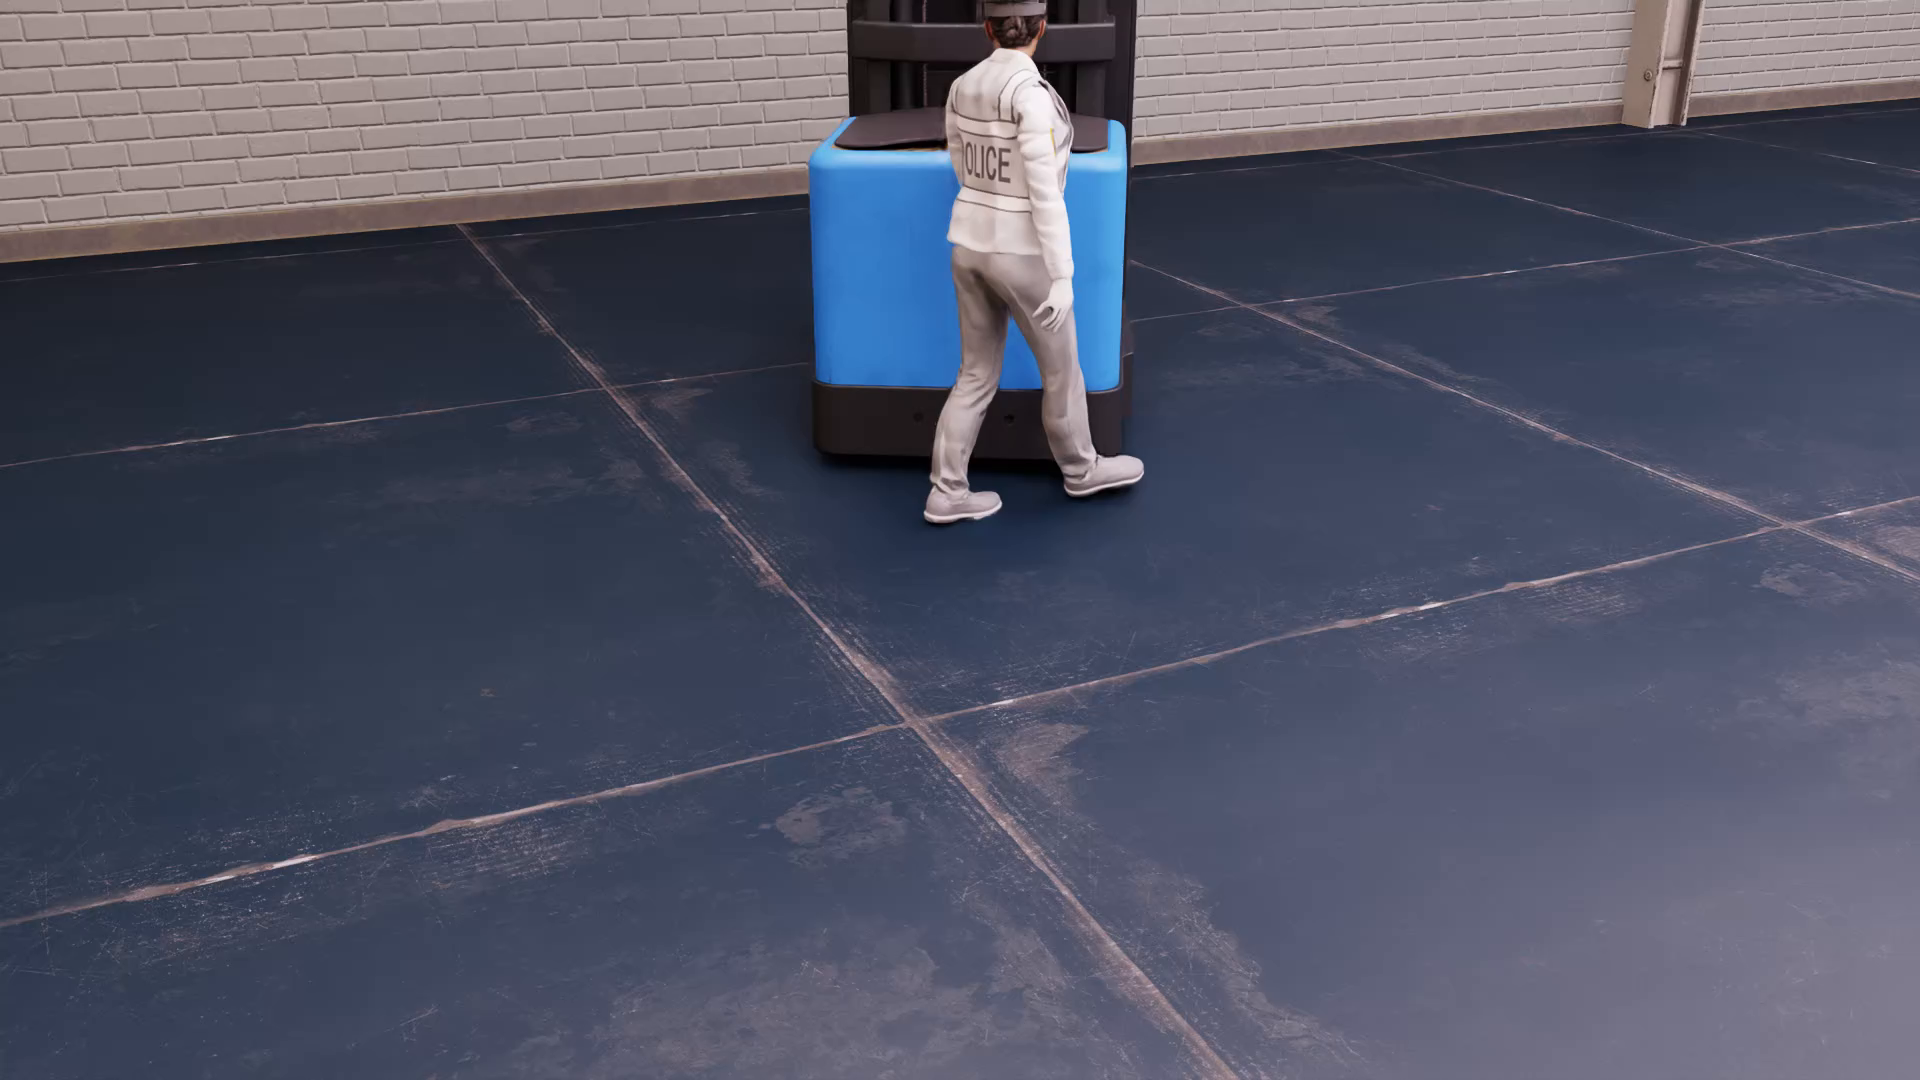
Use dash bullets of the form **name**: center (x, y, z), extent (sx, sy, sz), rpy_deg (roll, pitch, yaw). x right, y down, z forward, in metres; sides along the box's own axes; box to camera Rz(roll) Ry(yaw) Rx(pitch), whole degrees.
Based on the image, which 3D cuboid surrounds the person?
- **person**: center (0.229, -0.869, 5.078), extent (0.760, 1.635, 0.667), rpy_deg (-17, 28, -35)

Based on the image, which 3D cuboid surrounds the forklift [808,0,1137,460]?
- **forklift**: center (0.140, -2.141, 6.441), extent (1.130, 2.935, 3.031), rpy_deg (2, 23, 4)
